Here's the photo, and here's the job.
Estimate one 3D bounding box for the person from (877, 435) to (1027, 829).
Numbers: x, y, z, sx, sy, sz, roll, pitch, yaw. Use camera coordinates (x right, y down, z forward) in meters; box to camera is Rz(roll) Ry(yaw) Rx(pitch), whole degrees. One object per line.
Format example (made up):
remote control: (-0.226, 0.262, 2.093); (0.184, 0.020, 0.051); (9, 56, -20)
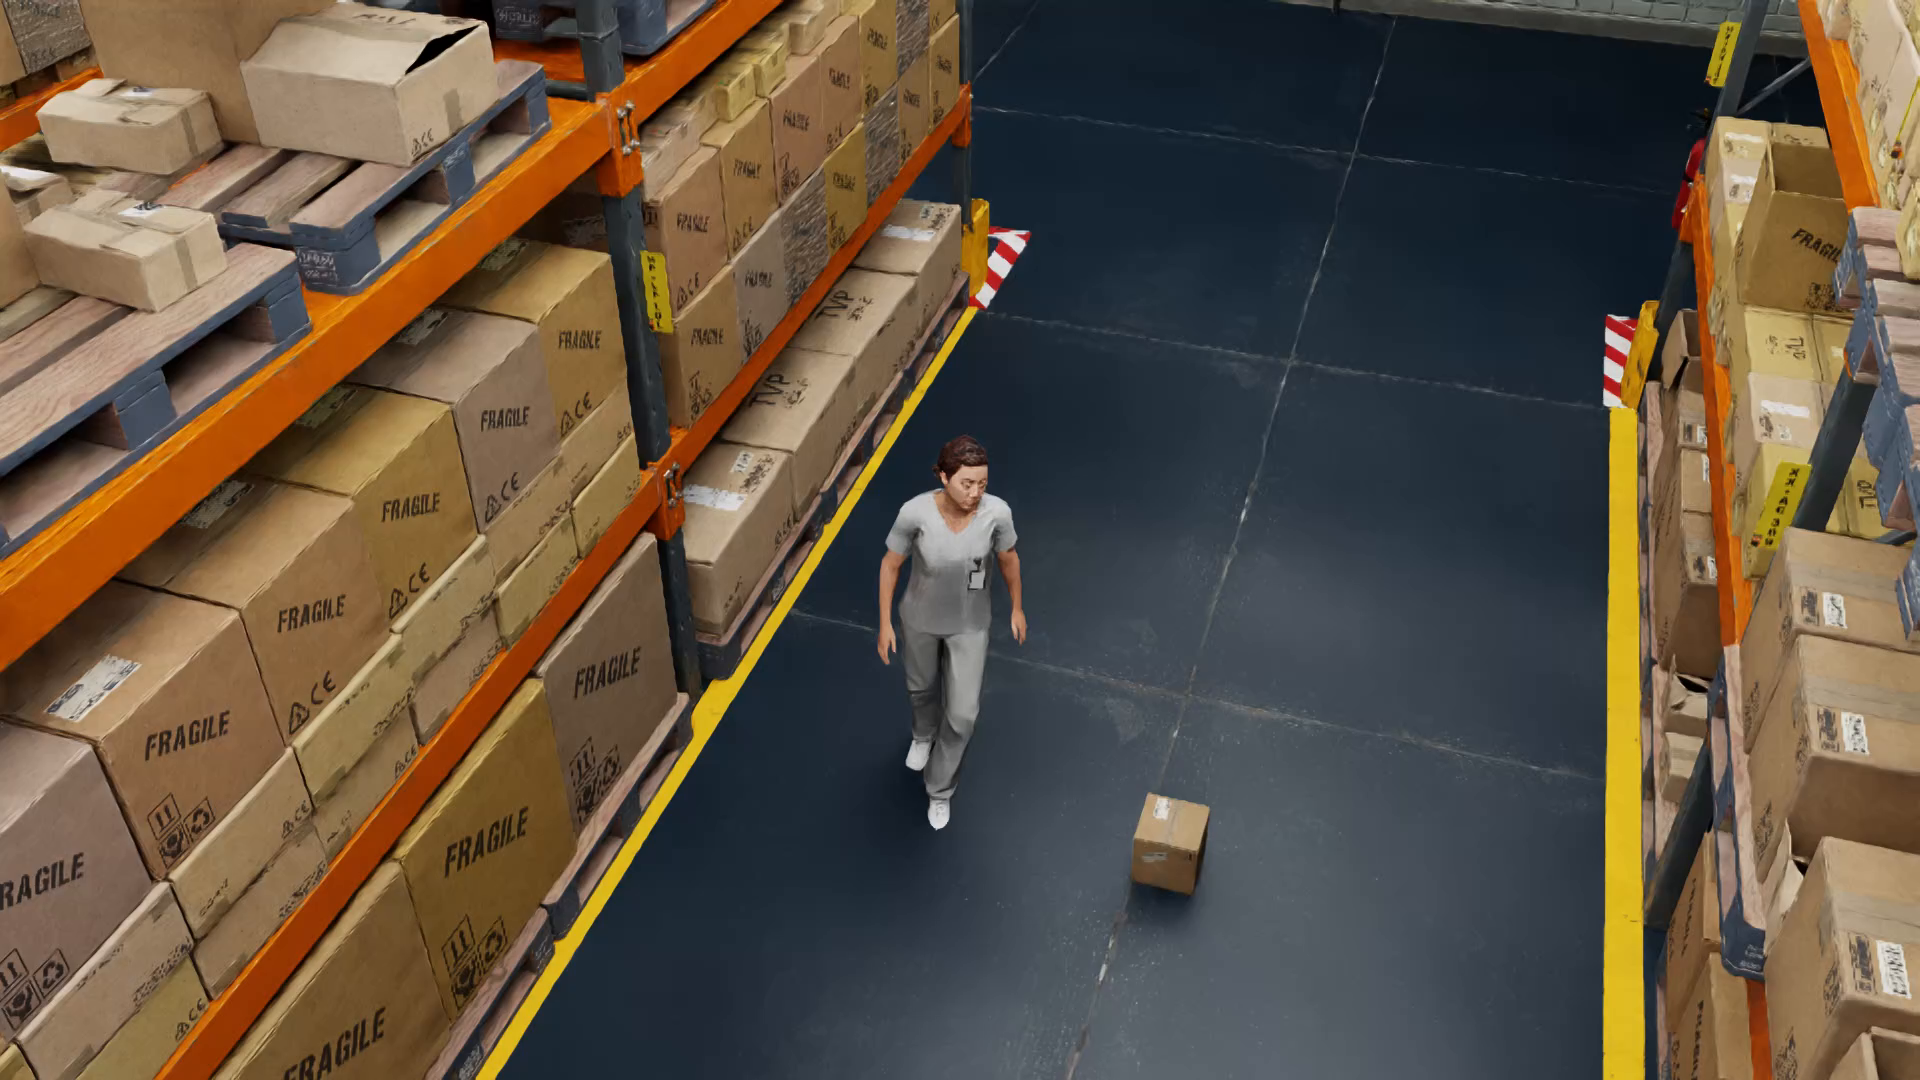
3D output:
person: (-0.027, 0.360, 6.481); (0.571, 1.691, 0.630); (2, 37, 3)
